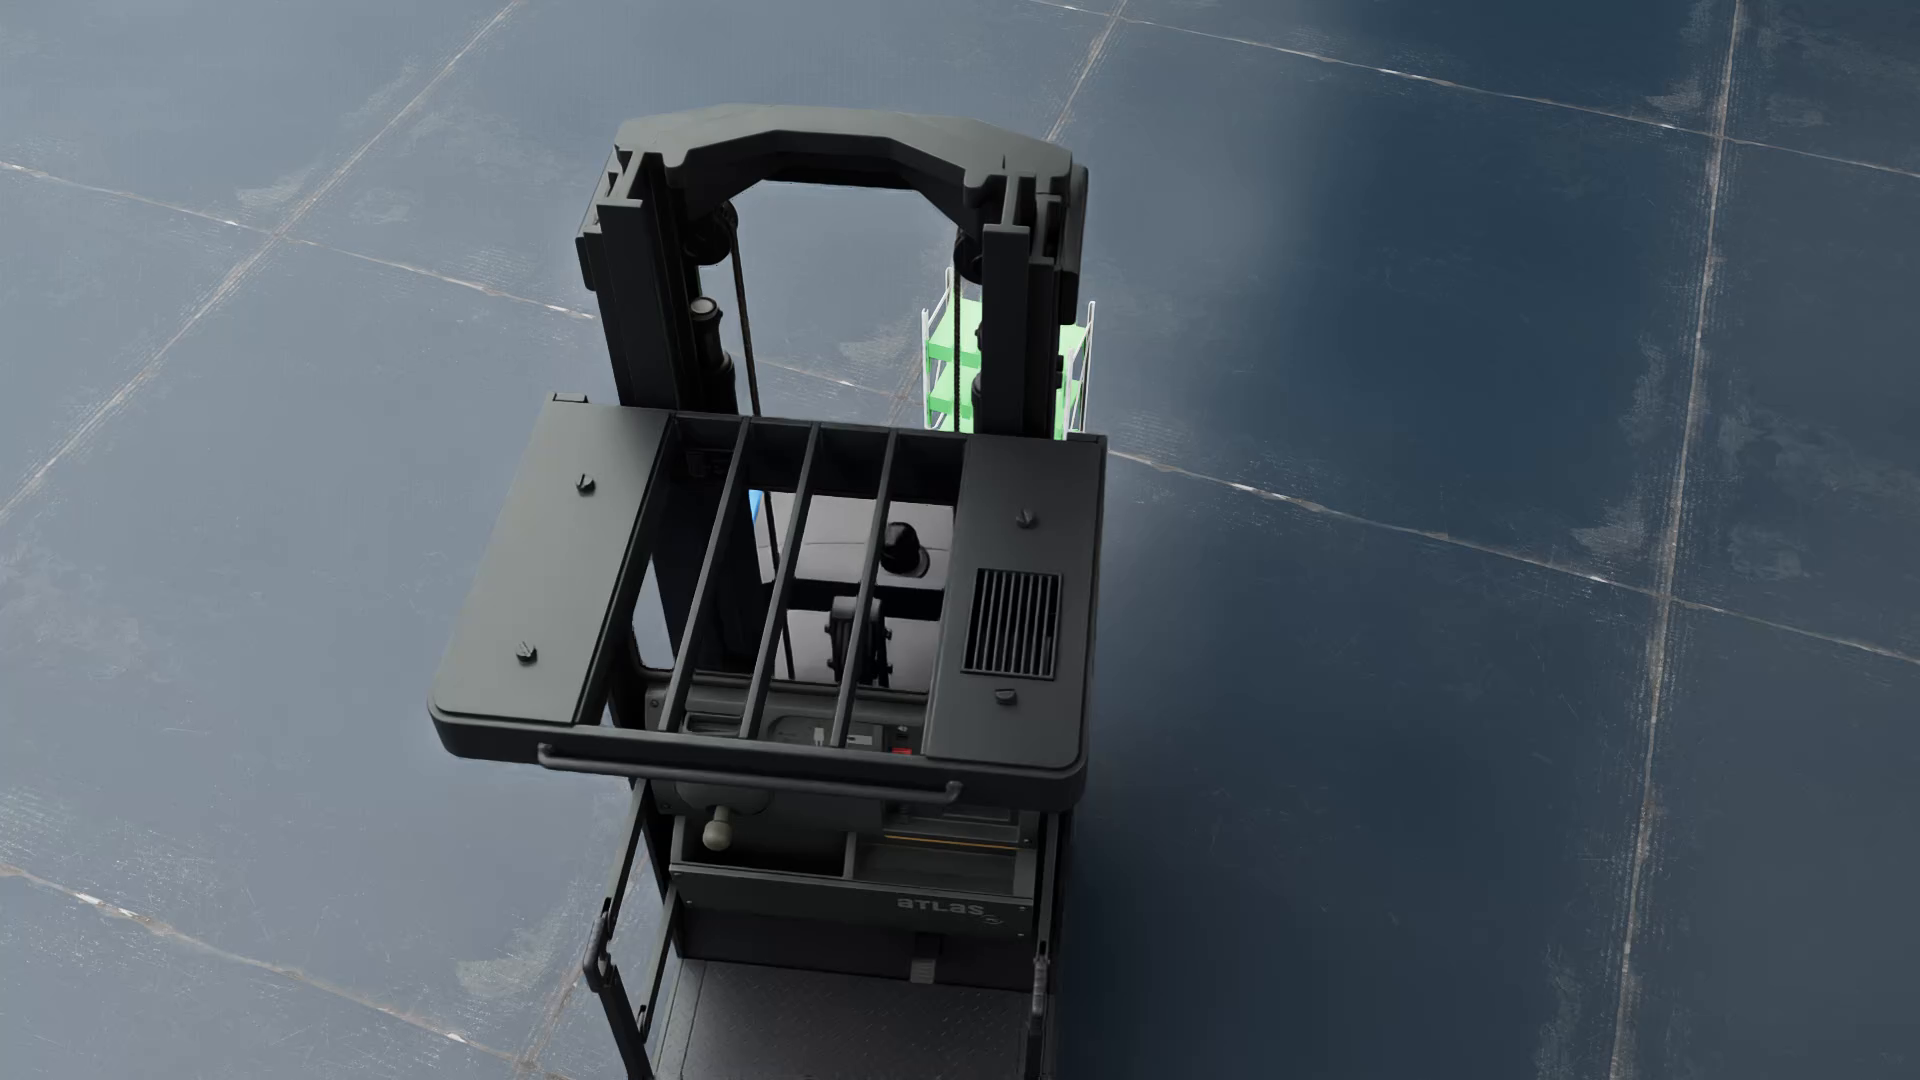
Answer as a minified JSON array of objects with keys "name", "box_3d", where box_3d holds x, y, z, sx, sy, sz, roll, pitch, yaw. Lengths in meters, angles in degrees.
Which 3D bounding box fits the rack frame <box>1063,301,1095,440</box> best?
[{"name":"rack frame","box_3d":[0.384,-0.286,5.704,0.015,1.200,0.240,16,51,13]}]

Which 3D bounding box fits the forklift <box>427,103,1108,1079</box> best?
[{"name":"forklift","box_3d":[-0.291,0.660,3.738,1.130,2.935,3.031,5,49,4]}]

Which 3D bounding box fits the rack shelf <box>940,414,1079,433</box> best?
[{"name":"rack shelf","box_3d":[0.155,-0.308,5.807,0.480,0.148,0.258,16,51,13]}]

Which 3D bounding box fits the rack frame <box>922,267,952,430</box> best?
[{"name":"rack frame","box_3d":[-0.074,-0.414,5.814,0.015,1.200,0.240,16,51,13]}]

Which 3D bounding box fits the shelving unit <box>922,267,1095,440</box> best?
[{"name":"shelving unit","box_3d":[0.155,-0.350,5.759,0.503,1.200,0.258,16,51,13]}]

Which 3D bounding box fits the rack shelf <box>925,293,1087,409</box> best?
[{"name":"rack shelf","box_3d":[0.155,-0.622,5.445,0.480,0.148,0.258,16,51,13]}]

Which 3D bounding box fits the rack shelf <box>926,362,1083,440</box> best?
[{"name":"rack shelf","box_3d":[0.155,-0.465,5.626,0.480,0.148,0.258,16,51,13]}]
